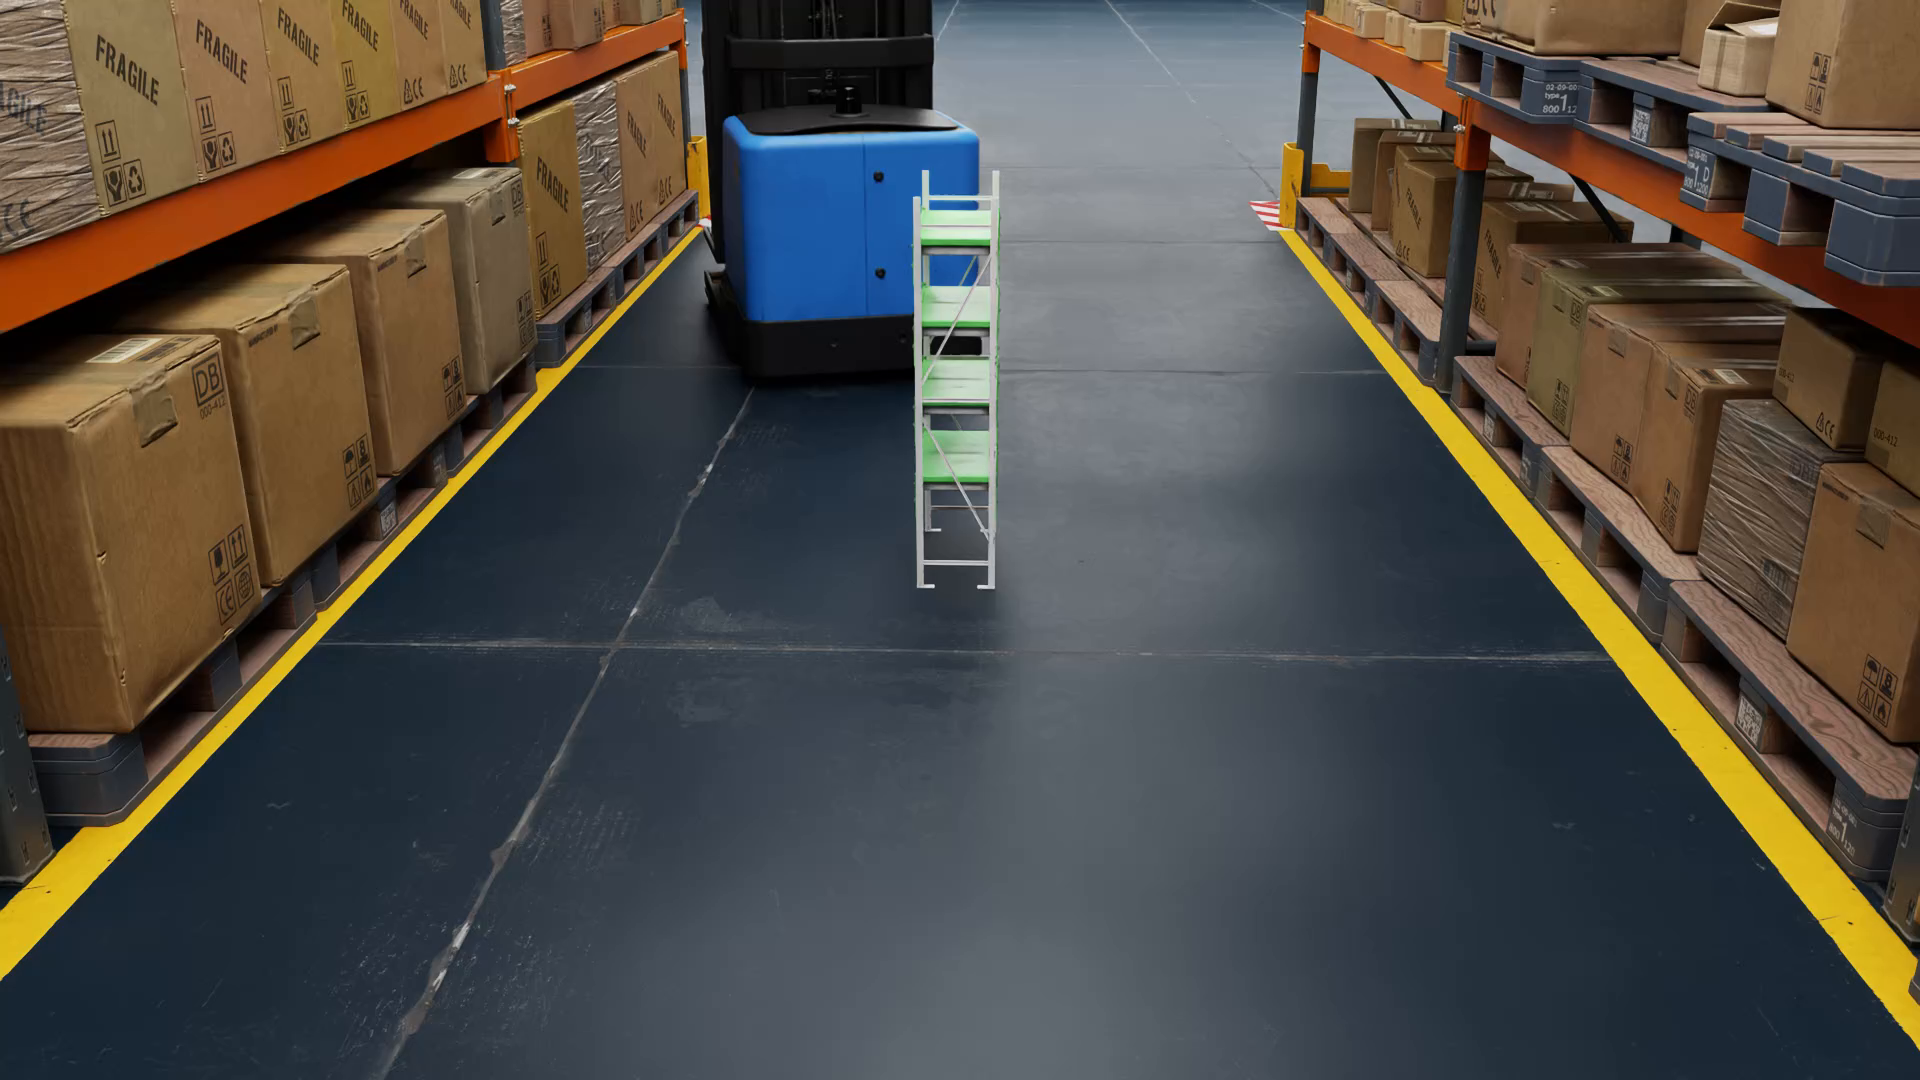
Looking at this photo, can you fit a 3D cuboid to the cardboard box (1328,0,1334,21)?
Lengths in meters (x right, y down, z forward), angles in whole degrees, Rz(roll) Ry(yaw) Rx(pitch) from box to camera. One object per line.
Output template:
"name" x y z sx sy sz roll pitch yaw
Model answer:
"cardboard box" 2.406 -3.170 9.898 0.380 0.149 0.250 1 21 2

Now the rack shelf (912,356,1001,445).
"rack shelf" -0.005 -0.440 5.181 0.258 0.148 0.480 1 21 2

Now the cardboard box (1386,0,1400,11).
"cardboard box" 2.655 -2.921 8.361 0.875 0.500 0.500 1 21 2

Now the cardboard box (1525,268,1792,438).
"cardboard box" 2.484 -0.677 5.974 0.700 0.500 0.500 1 21 1

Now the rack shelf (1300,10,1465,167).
"rack shelf" 2.619 -2.419 8.611 1.077 0.370 4.000 1 21 2

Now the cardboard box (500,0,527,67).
"cardboard box" -2.398 -2.326 7.169 0.875 0.550 0.550 1 21 2

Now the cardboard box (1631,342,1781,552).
"cardboard box" 2.451 -0.273 4.933 0.700 0.500 0.500 2 21 6

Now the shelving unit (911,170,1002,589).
"shelving unit" -0.005 -0.500 5.158 0.258 1.200 0.503 1 21 2

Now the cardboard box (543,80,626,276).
"cardboard box" -2.284 -1.880 8.584 0.875 0.875 0.875 1 21 2

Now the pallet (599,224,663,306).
"pallet" -2.261 -1.538 9.202 1.003 0.211 1.213 1 21 2

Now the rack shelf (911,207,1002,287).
"rack shelf" -0.005 -0.887 5.007 0.258 0.148 0.480 1 21 2

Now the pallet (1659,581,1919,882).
"pallet" 2.461 0.433 4.122 1.003 0.211 1.213 1 21 2

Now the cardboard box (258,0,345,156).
"cardboard box" -2.189 -1.428 4.925 0.500 0.500 0.500 0 21 1

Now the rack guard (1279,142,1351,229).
"rack guard" 2.677 -2.284 10.726 1.175 0.500 0.348 1 21 2

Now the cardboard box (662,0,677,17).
"cardboard box" -2.241 -3.504 10.205 0.875 0.550 0.550 1 21 2

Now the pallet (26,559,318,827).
"pallet" -2.419 0.340 4.361 1.003 0.211 1.213 1 21 2

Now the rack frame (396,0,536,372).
"rack frame" -2.397 -2.122 6.852 1.000 3.000 0.127 1 21 2

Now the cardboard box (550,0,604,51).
"cardboard box" -2.269 -2.719 8.182 0.875 0.550 0.550 1 21 2

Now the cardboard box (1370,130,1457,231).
"cardboard box" 2.660 -2.066 9.581 0.500 0.500 0.500 6 22 16

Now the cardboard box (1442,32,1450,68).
"cardboard box" 2.288 -2.085 7.104 0.380 0.149 0.250 1 21 2

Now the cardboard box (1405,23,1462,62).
"cardboard box" 2.251 -2.267 7.571 0.380 0.149 0.250 1 21 2

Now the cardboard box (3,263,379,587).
"cardboard box" -2.387 -0.358 4.835 1.050 0.750 0.750 1 21 2

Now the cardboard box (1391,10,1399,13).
"cardboard box" 2.415 -2.627 8.499 0.380 0.149 0.250 1 21 2

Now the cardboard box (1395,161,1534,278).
"cardboard box" 2.560 -1.638 8.479 0.500 0.500 0.500 -1 21 -3

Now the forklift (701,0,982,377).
"forklift" -0.727 -2.567 8.092 1.130 2.935 3.031 -5 22 -12

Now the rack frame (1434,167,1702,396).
"rack frame" 2.558 -2.031 6.617 1.000 3.000 0.127 1 21 2

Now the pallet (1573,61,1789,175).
"pallet" 2.455 -1.212 4.770 1.003 0.211 1.213 1 21 2

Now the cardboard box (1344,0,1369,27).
"cardboard box" 2.396 -2.989 9.432 0.380 0.149 0.250 1 21 2

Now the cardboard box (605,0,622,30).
"cardboard box" -2.379 -3.103 9.173 0.875 0.550 0.550 1 21 2

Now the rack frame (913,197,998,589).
"rack frame" -0.012 -0.411 4.930 0.240 1.200 0.015 1 21 2

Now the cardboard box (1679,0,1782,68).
"cardboard box" 2.597 -1.647 4.904 0.797 0.503 0.637 3 21 7

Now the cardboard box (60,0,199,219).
"cardboard box" -2.222 -1.066 3.991 0.500 0.500 0.500 0 21 1

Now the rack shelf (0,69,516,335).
"rack shelf" -2.458 -1.064 5.118 1.077 0.370 4.000 1 21 2

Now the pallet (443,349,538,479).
"pallet" -2.345 -0.542 6.635 1.003 0.211 1.213 1 21 2

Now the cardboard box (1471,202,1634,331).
"cardboard box" 2.610 -1.206 7.365 0.500 0.500 0.500 0 21 0

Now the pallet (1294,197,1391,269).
"pallet" 2.617 -1.856 10.022 1.003 0.211 1.213 1 21 2

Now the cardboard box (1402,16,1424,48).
"cardboard box" 2.358 -2.446 8.034 0.380 0.149 0.250 1 21 2

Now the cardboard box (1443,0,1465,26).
"cardboard box" 2.684 -2.559 7.427 0.875 0.500 0.500 1 21 2

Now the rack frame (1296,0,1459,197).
"rack frame" 2.679 -3.477 10.344 1.000 3.000 0.127 1 21 2

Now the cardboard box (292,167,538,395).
"cardboard box" -2.326 -1.044 6.602 1.050 0.750 0.750 1 21 1

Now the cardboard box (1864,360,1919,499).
"cardboard box" 2.427 -0.217 3.752 0.500 0.250 0.500 1 21 4

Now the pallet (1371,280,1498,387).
"pallet" 2.543 -0.974 7.748 1.003 0.211 1.213 1 21 2

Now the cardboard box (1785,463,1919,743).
"cardboard box" 2.437 0.133 3.887 0.700 0.500 0.500 0 21 -1

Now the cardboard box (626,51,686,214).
"cardboard box" -2.230 -2.528 10.254 0.875 0.875 0.875 1 21 2

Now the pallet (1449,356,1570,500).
"pallet" 2.536 -0.450 6.396 1.003 0.211 1.213 1 21 2

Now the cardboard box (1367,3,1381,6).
"cardboard box" 2.401 -2.808 8.966 0.380 0.149 0.250 1 21 2

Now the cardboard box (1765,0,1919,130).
"cardboard box" 2.330 -1.226 3.823 0.700 0.500 0.500 4 22 10

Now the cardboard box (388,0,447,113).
"cardboard box" -2.161 -1.794 5.869 0.500 0.500 0.500 0 21 1
